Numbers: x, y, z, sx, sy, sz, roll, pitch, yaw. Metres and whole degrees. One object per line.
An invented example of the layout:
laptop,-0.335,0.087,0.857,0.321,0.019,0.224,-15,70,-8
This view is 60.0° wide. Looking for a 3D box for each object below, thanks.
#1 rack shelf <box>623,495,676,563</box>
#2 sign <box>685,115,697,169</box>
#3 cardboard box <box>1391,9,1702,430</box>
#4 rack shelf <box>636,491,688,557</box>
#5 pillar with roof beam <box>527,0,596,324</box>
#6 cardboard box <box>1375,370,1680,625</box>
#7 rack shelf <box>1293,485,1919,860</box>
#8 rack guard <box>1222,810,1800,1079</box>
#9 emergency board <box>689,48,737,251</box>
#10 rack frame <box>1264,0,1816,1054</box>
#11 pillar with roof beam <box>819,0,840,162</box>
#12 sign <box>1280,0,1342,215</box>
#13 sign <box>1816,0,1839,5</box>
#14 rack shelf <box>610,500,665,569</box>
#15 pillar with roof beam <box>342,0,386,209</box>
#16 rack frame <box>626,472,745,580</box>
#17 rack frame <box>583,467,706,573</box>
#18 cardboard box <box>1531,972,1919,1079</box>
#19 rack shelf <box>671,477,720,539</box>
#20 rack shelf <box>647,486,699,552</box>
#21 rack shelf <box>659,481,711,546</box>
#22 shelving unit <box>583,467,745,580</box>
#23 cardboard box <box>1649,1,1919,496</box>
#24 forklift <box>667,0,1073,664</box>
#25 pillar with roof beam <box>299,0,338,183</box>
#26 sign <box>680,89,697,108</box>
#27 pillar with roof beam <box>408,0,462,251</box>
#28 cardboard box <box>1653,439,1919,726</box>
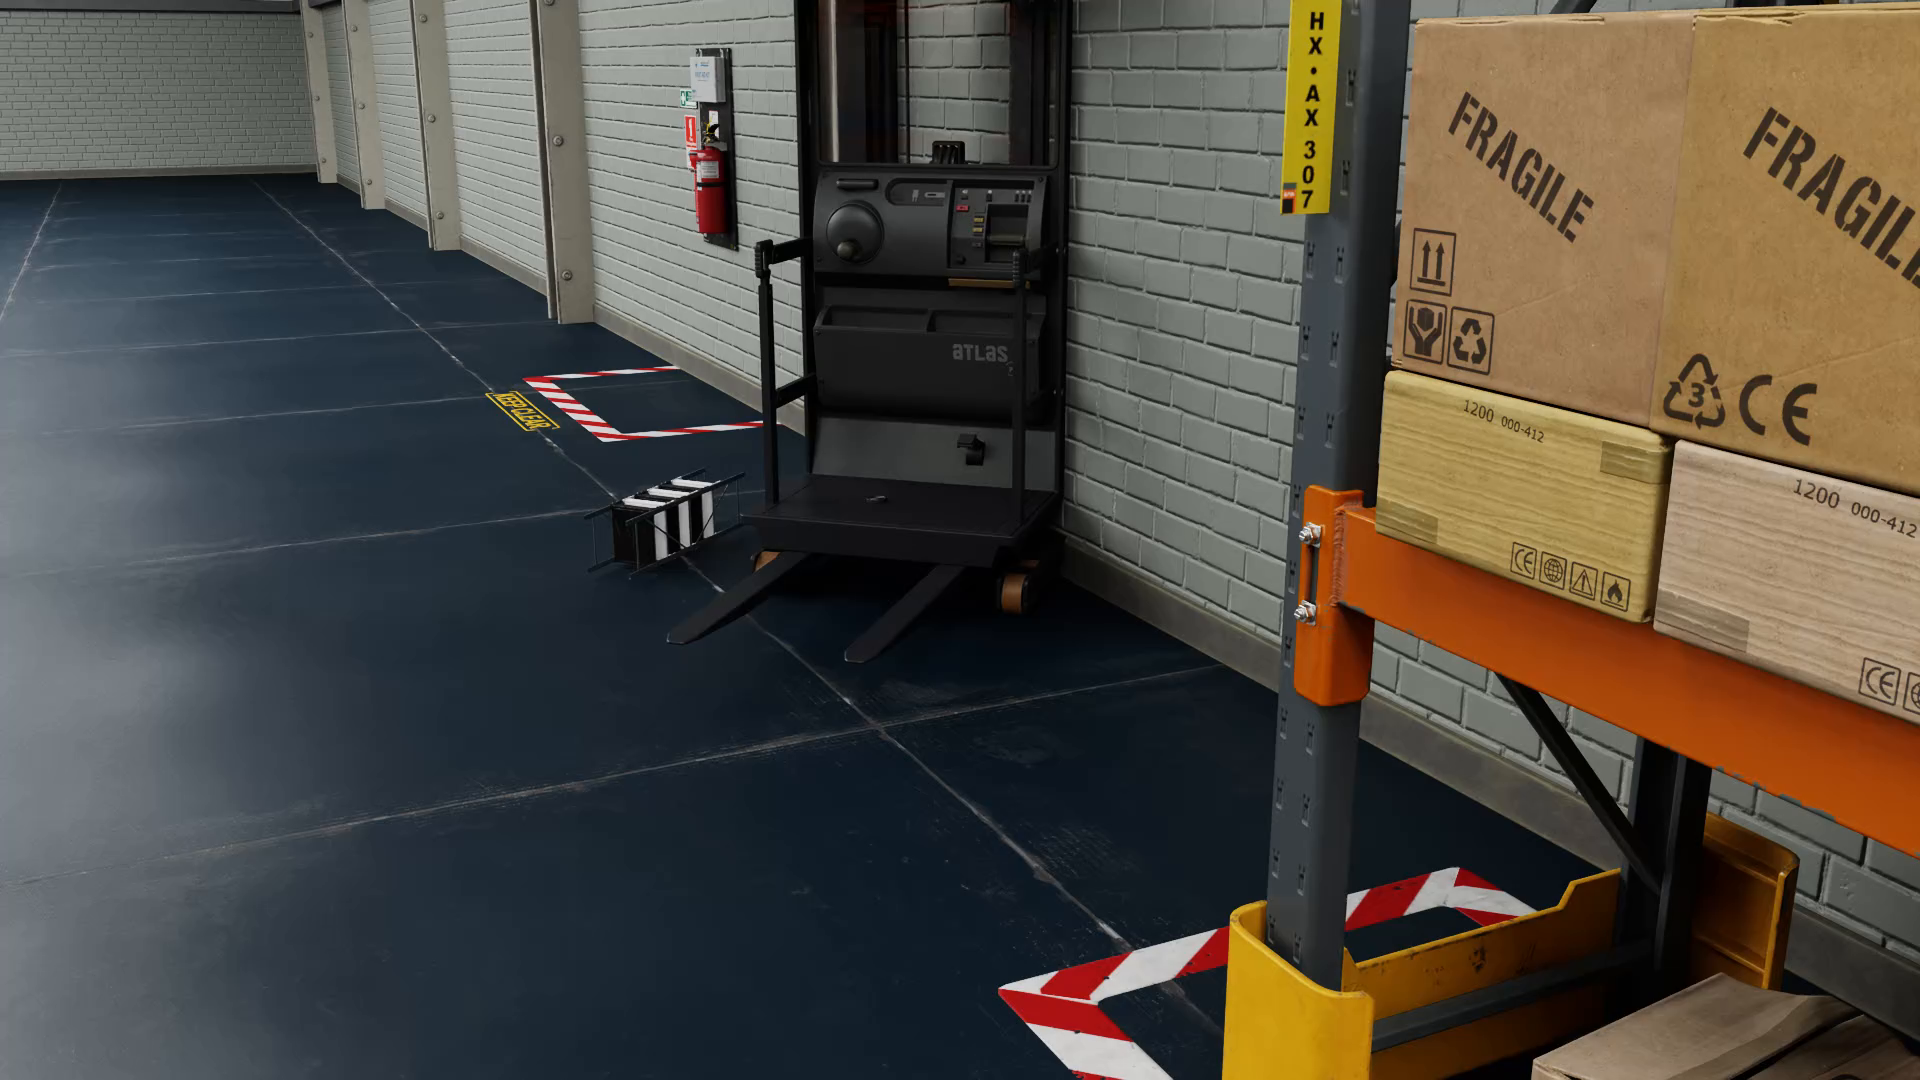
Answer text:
rack shelf,-1.283,-0.046,6.879,0.200,0.258,0.077,7,17,23
sign,-1.705,-2.526,10.551,0.001,0.329,0.234,-8,18,-25
cardboard box,0.976,-0.467,2.316,0.500,0.500,0.500,-8,18,-25
rack shelf,-1.247,-0.069,6.958,0.200,0.258,0.077,7,17,23
pillar with roof beam,-7.006,-5.593,10.428,9.100,9.000,0.400,-8,18,-25
cardboard box,0.965,-0.102,2.403,0.500,0.250,0.500,-8,18,-27
rack shelf,1.913,0.518,1.311,1.077,0.370,4.000,-8,18,-25
rack guard,1.070,0.897,3.219,1.175,0.500,0.348,-8,18,-25
emergency board,-1.556,-2.360,10.035,0.194,1.169,0.643,-8,18,-25
rack frame,1.037,-0.324,2.940,1.000,3.000,0.127,-8,18,-25
pillar with roof beam,-4.377,-4.106,5.244,9.100,9.000,0.400,-8,18,-25
sign,0.549,-0.674,2.592,0.100,0.325,0.005,-8,18,-25
sign,1.545,-1.094,2.953,0.100,0.325,0.005,-8,18,-25
rack shelf,-1.319,-0.024,6.800,0.200,0.258,0.077,7,17,23
pillar with roof beam,-12.263,-8.569,20.797,9.100,9.000,0.400,-8,18,-25
rack frame,-1.131,-0.072,6.969,0.006,0.240,0.900,7,17,23
rack frame,-1.317,-0.095,7.047,0.006,0.240,0.900,7,17,23
cardboard box,1.259,0.940,2.615,0.500,0.311,0.500,-10,19,-31
rack shelf,-1.139,-0.137,7.196,0.200,0.258,0.077,7,17,23
rack shelf,-1.211,-0.092,7.037,0.200,0.258,0.077,7,17,23
rack shelf,-1.175,-0.115,7.117,0.200,0.258,0.077,7,17,23
shelving unit,-1.224,-0.083,7.008,0.210,0.258,0.900,7,17,23
cardboard box,1.183,-0.343,1.884,0.500,0.500,0.500,-8,18,-25
forklift,-0.182,-1.243,6.268,1.130,2.935,3.031,5,17,16
pillar with roof beam,-14.892,-10.057,25.981,9.100,9.000,0.400,-8,18,-25
sign,-1.711,-2.779,10.471,0.001,0.109,0.331,-8,18,-25
pillar with roof beam,-9.634,-7.081,15.612,9.100,9.000,0.400,-8,18,-25
cardboard box,1.206,0.025,1.960,0.500,0.250,0.500,-8,18,-27
